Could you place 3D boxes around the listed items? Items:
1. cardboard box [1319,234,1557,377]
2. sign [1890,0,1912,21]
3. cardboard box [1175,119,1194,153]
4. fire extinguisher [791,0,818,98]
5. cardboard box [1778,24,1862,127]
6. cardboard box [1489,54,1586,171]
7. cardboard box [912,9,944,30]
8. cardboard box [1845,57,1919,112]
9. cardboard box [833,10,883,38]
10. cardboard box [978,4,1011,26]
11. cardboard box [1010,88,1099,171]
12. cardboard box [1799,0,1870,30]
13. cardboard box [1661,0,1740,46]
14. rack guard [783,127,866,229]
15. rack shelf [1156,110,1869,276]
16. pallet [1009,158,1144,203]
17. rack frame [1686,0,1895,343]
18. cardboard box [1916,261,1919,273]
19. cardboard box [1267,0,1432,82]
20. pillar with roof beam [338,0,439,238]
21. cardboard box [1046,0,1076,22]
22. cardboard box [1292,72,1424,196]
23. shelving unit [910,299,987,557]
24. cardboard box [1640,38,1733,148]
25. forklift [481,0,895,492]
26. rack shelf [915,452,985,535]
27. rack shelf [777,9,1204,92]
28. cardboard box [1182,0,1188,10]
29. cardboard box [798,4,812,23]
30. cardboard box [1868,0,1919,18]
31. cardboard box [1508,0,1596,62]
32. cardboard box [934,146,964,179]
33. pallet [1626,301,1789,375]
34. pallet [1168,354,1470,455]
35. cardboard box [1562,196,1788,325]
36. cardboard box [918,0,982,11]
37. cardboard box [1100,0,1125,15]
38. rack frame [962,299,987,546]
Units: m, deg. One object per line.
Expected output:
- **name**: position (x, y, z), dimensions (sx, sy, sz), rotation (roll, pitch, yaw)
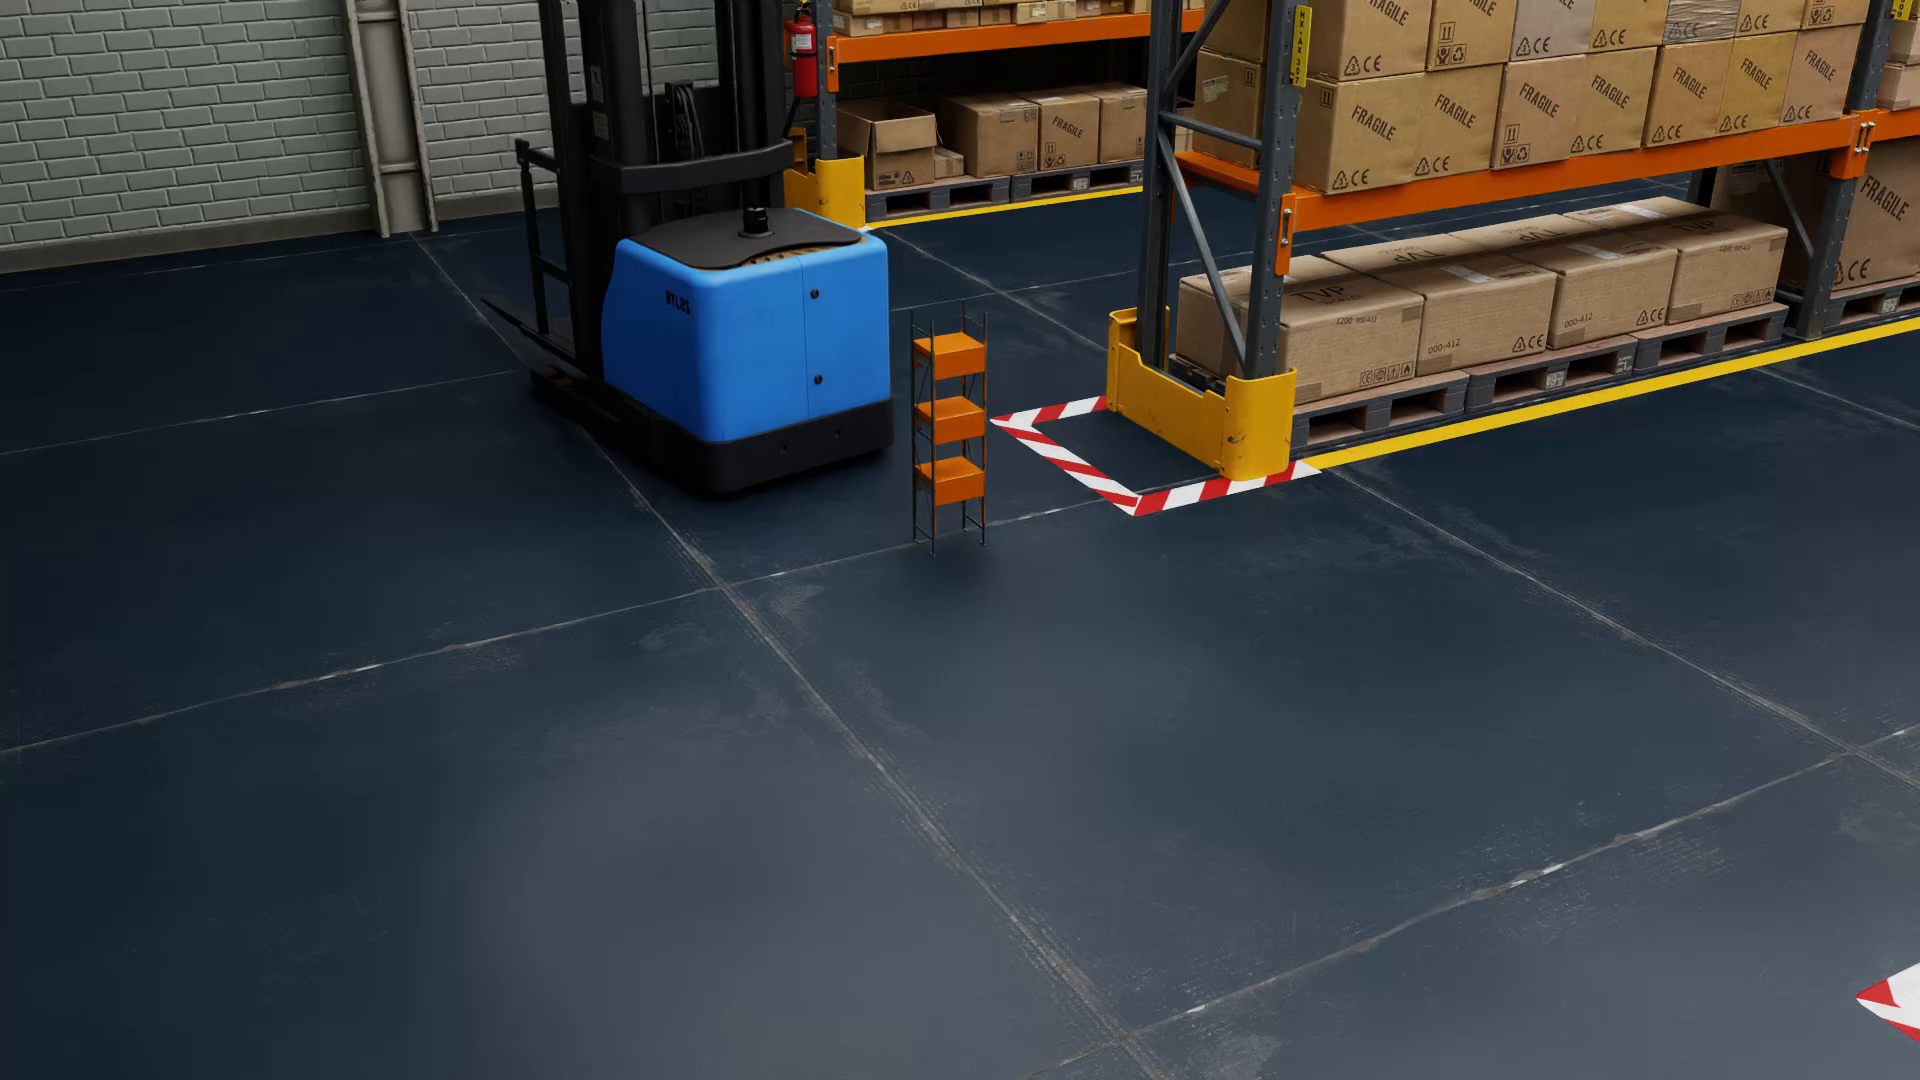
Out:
- **cardboard box**: position (2.527, -1.277, 8.918), dimensions (0.875, 0.438, 0.875), rotation (-12, 28, -24)
- **sign**: position (4.981, -2.909, 8.752), dimensions (0.005, 0.325, 0.100), rotation (-13, 29, -25)
- **cardboard box**: position (1.711, -3.248, 13.223), dimensions (0.258, 0.266, 0.396), rotation (-12, 28, -23)
- **fire extinguisher**: position (-1.063, -3.366, 11.314), dimensions (0.183, 0.674, 0.296), rotation (-13, 29, -25)
- **cardboard box**: position (4.429, -2.548, 8.975), dimensions (0.500, 0.500, 0.500), rotation (-13, 28, -25)
- **cardboard box**: position (2.638, -2.124, 8.092), dimensions (0.500, 0.500, 0.500), rotation (-13, 29, -25)
- **cardboard box**: position (-0.313, -3.760, 11.906), dimensions (0.250, 0.149, 0.380), rotation (-13, 29, -26)
- **cardboard box**: position (5.230, -2.616, 9.406), dimensions (0.500, 0.250, 0.500), rotation (-14, 29, -26)
- **cardboard box**: position (-0.731, -3.624, 11.622), dimensions (0.250, 0.149, 0.380), rotation (-13, 29, -25)
- **cardboard box**: position (0.170, -3.844, 12.082), dimensions (0.250, 0.149, 0.380), rotation (-13, 28, -24)
- **cardboard box**: position (0.720, -3.155, 12.757), dimensions (0.500, 0.500, 0.500), rotation (-12, 28, -24)
- **cardboard box**: position (4.432, -2.989, 8.739), dimensions (0.500, 0.500, 0.500), rotation (-13, 29, -26)
- **cardboard box**: position (3.535, -2.781, 8.307), dimensions (0.500, 0.500, 0.500), rotation (-13, 28, -24)
- **rack guard**: position (-1.083, -2.664, 12.220), dimensions (0.348, 0.500, 1.175), rotation (-13, 29, -25)
- **rack shelf**: position (2.953, -1.963, 8.704), dimensions (4.000, 0.370, 1.077), rotation (-13, 29, -25)
- **pallet**: position (0.695, -2.943, 13.136), dimensions (1.213, 0.211, 1.003), rotation (-13, 29, -25)
- **rack frame**: position (4.718, -2.695, 9.397), dimensions (0.127, 3.000, 1.000), rotation (-13, 29, -25)
- **cardboard box**: position (6.021, -2.270, 10.482), dimensions (0.875, 0.875, 0.875), rotation (-12, 28, -24)
- **cardboard box**: position (1.746, -2.365, 7.439), dimensions (0.500, 0.500, 0.500), rotation (-14, 29, -26)
- **pillar with roof beam**: position (-1.928, -4.630, 6.497), dimensions (0.400, 9.000, 9.100), rotation (-13, 29, -25)
- **cardboard box**: position (0.652, -3.929, 12.257), dimensions (0.250, 0.149, 0.380), rotation (-12, 28, -24)
- **cardboard box**: position (1.747, -1.913, 7.654), dimensions (0.500, 0.500, 0.500), rotation (-13, 29, -25)
- **shelving unit**: position (-0.047, -0.462, 7.000), dimensions (0.252, 1.050, 0.215), rotation (-13, 29, -25)
- **cardboard box**: position (3.541, -2.333, 8.528), dimensions (0.500, 0.500, 0.500), rotation (-13, 29, -26)
- **forklift**: position (-1.612, -2.112, 8.262), dimensions (1.130, 2.935, 3.031), rotation (-18, 31, -33)
- **rack shelf**: position (-0.047, -0.202, 7.125), dimensions (0.240, 0.259, 0.215), rotation (-13, 29, -25)
- **rack shelf**: position (0.614, -3.858, 12.651), dimensions (4.000, 0.370, 1.077), rotation (-13, 29, -25)
- **cardboard box**: position (1.535, -4.148, 12.715), dimensions (0.250, 0.149, 0.380), rotation (-12, 28, -24)
- **cardboard box**: position (-0.984, -3.832, 12.055), dimensions (0.250, 0.149, 0.380), rotation (-13, 29, -26)
- **cardboard box**: position (5.242, -3.170, 9.117), dimensions (0.500, 0.500, 0.500), rotation (-13, 28, -25)
- **cardboard box**: position (2.649, -2.581, 7.888), dimensions (0.500, 0.500, 0.500), rotation (-13, 29, -25)
- **cardboard box**: position (-0.173, -2.839, 12.506), dimensions (0.250, 0.149, 0.380), rotation (-14, 29, -27)
- **pallet**: position (4.010, -1.313, 9.740), dimensions (1.213, 0.211, 1.003), rotation (-13, 29, -25)
- **pallet**: position (1.857, -0.816, 8.705), dimensions (1.213, 0.211, 1.003), rotation (-13, 29, -25)
- **cardboard box**: position (4.114, -1.642, 9.680), dimensions (0.875, 0.438, 0.875), rotation (-13, 29, -26)
- **cardboard box**: position (-0.179, -3.934, 11.807), dimensions (0.500, 0.250, 0.500), rotation (-13, 28, -25)
- **cardboard box**: position (1.042, -4.076, 12.564), dimensions (0.250, 0.149, 0.380), rotation (-13, 28, -24)
- **rack frame**: position (0.060, -0.487, 7.052), dimensions (0.008, 1.050, 0.200), rotation (-13, 29, -25)
